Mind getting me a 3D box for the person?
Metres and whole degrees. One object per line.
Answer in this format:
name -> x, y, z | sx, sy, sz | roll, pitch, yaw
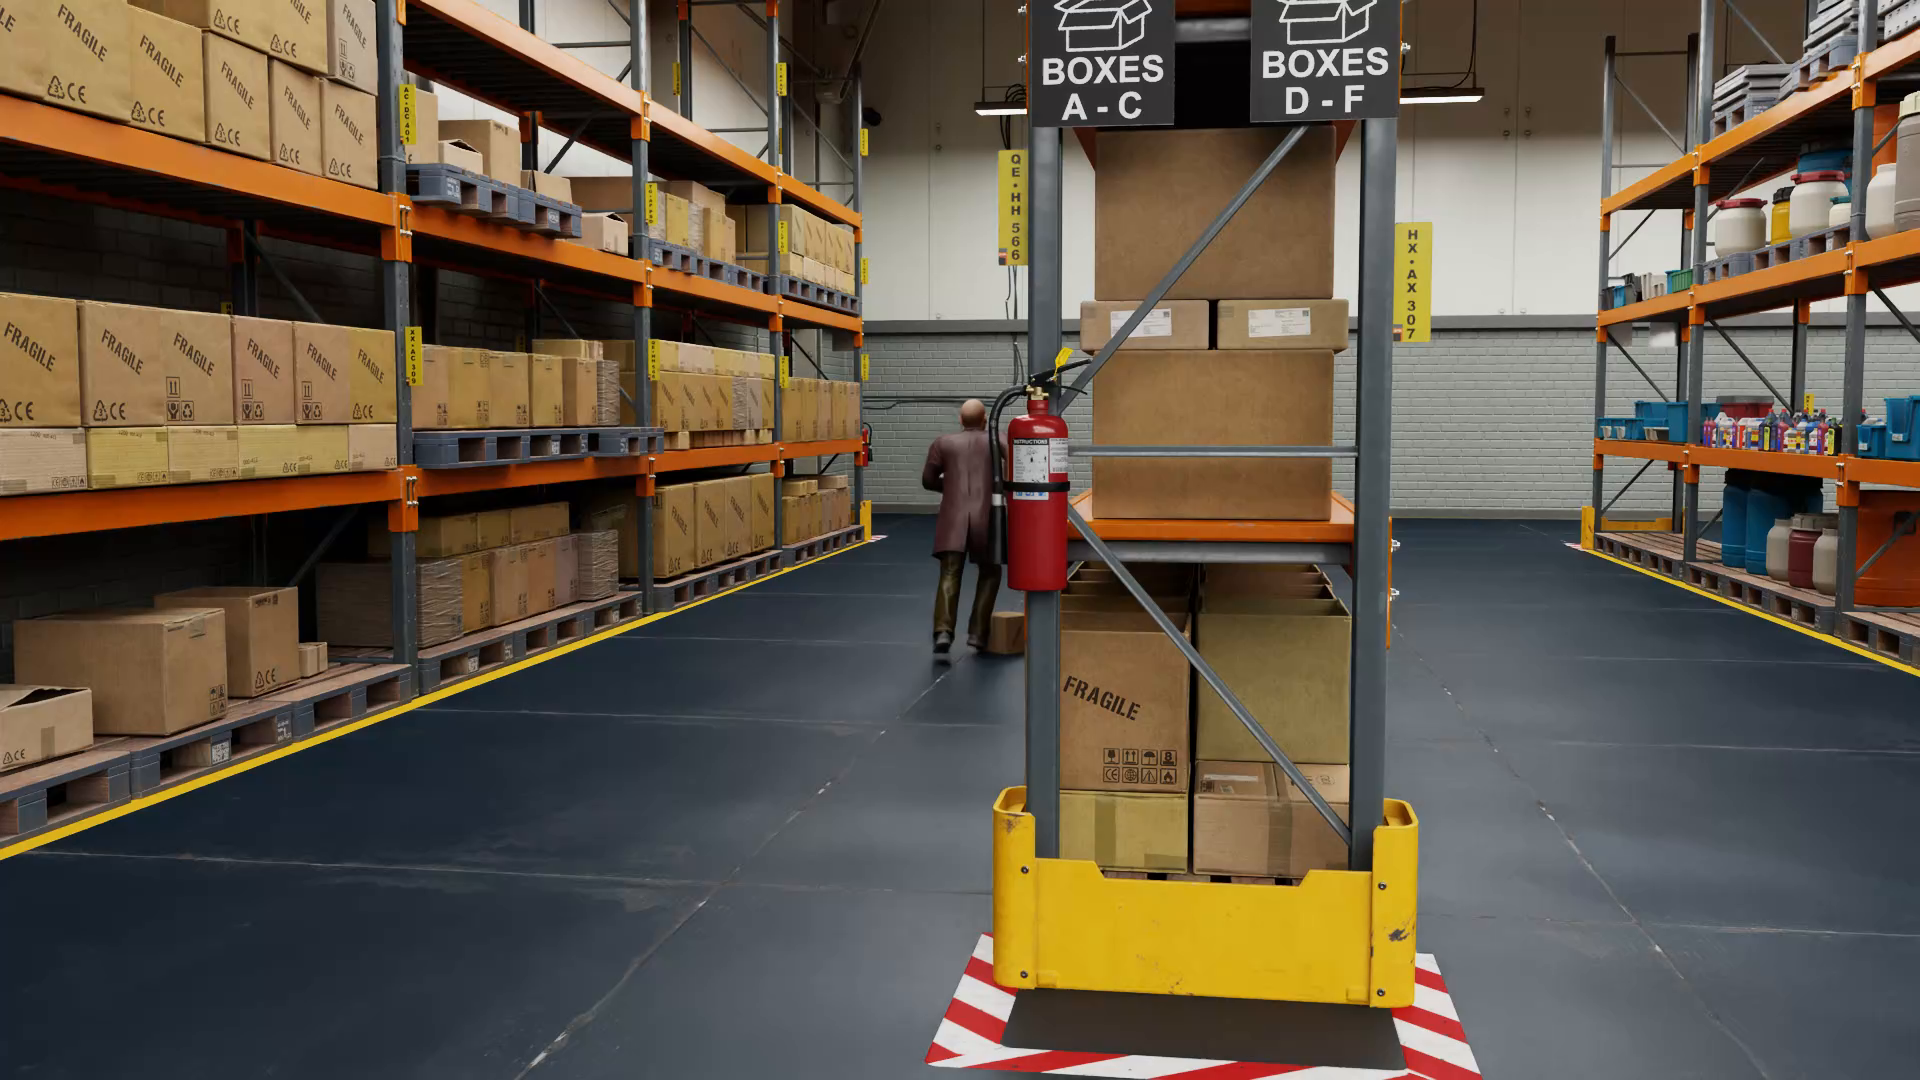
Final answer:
person -> 0.075, -0.083, 11.147 | 0.692, 1.722, 1.044 | 0, 4, 4
